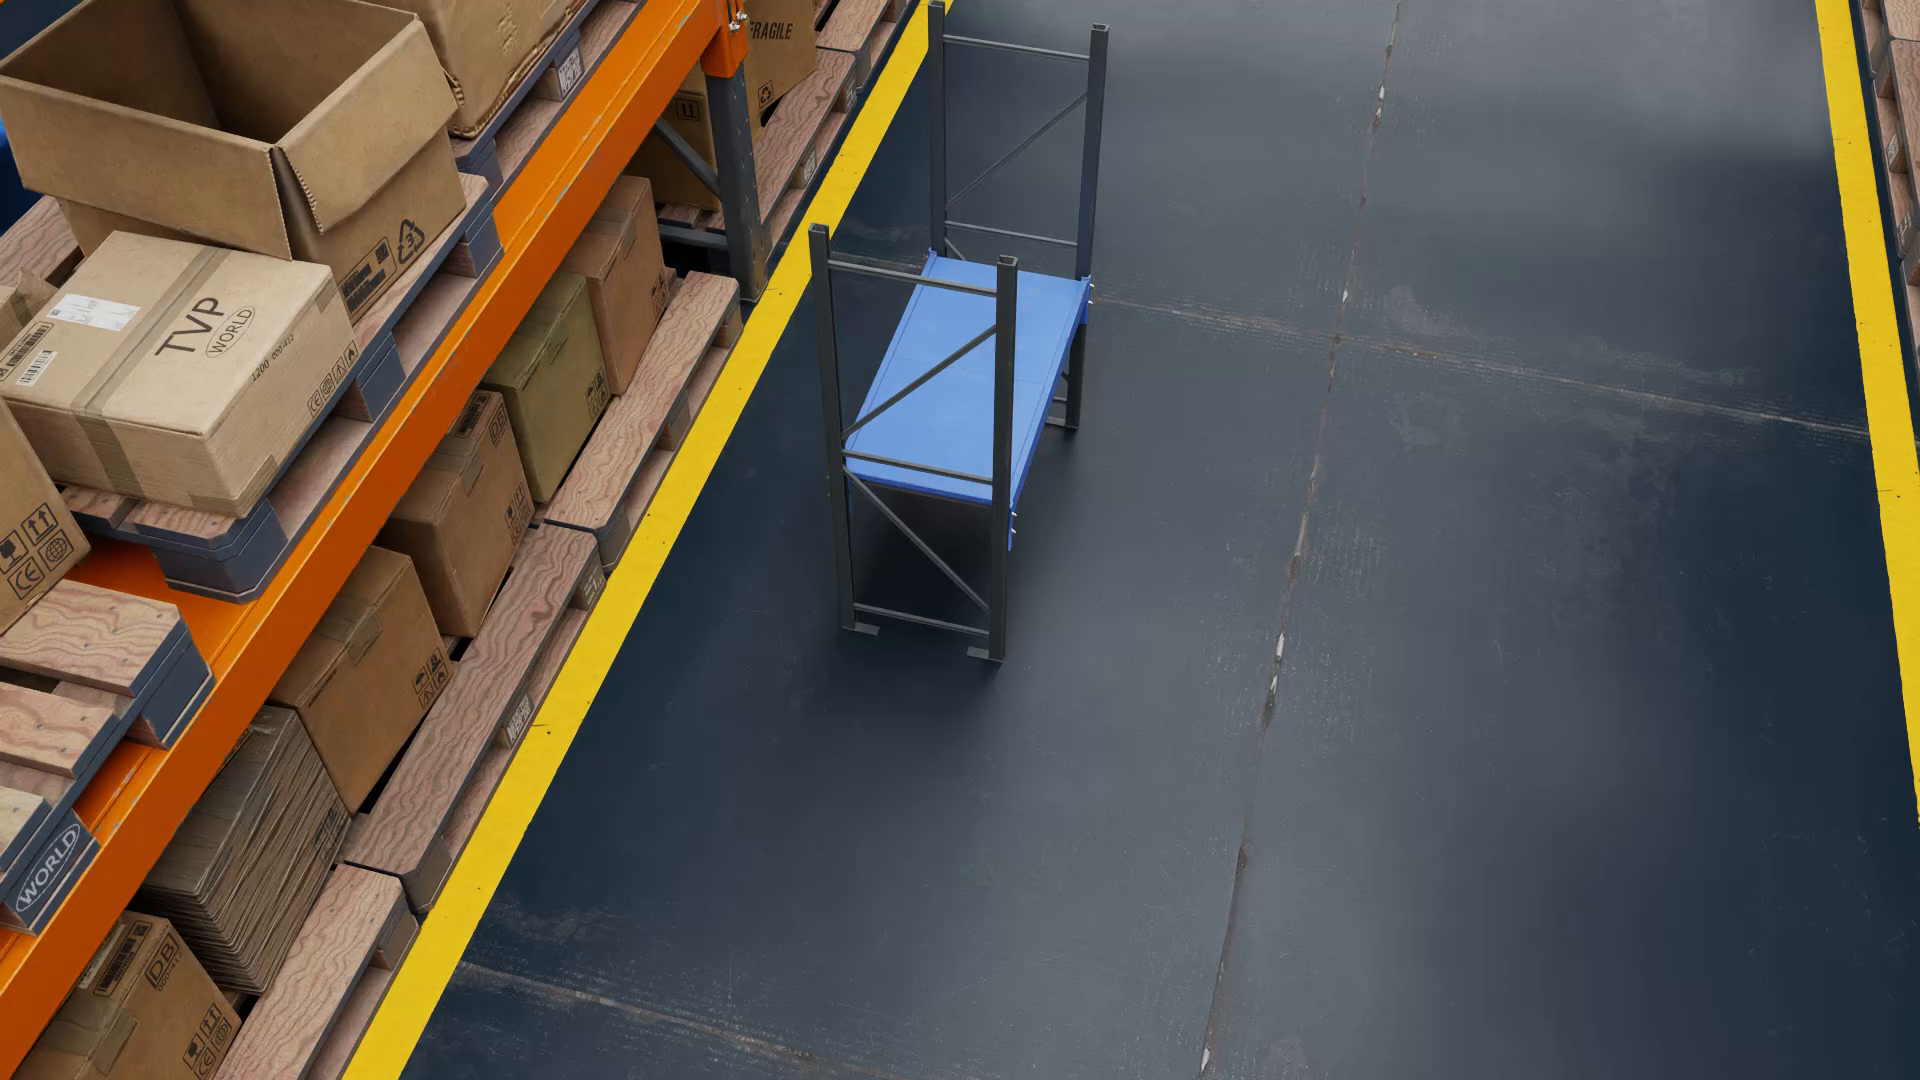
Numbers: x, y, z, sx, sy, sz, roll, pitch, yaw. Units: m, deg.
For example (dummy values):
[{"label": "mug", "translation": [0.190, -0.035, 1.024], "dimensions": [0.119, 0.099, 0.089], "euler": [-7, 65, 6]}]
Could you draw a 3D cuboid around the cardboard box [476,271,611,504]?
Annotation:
[{"label": "cardboard box", "translation": [-1.524, -0.519, 5.081], "dimensions": [0.700, 0.500, 0.500], "euler": [11, 50, 10]}]

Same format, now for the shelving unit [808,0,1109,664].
[{"label": "shelving unit", "translation": [0.022, -0.558, 4.742], "dimensions": [0.538, 1.500, 1.048], "euler": [12, 50, 10]}]

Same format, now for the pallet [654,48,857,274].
[{"label": "pallet", "translation": [-1.055, -1.551, 6.478], "dimensions": [1.003, 0.211, 1.213], "euler": [12, 50, 10]}]

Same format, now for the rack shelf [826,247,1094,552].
[{"label": "rack shelf", "translation": [0.022, -0.439, 4.877], "dimensions": [0.538, 0.185, 1.000], "euler": [12, 50, 10]}]

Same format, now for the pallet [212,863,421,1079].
[{"label": "pallet", "translation": [-2.044, 1.270, 3.989], "dimensions": [1.003, 0.211, 1.213], "euler": [12, 50, 10]}]

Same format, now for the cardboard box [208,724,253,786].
[{"label": "cardboard box", "translation": [-1.974, 0.469, 3.709], "dimensions": [0.500, 0.250, 0.500], "euler": [17, 51, 14]}]

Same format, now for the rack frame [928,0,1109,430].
[{"label": "rack frame", "translation": [0.156, -0.926, 5.067], "dimensions": [0.500, 1.500, 0.032], "euler": [12, 50, 10]}]

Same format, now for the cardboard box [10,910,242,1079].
[{"label": "cardboard box", "translation": [-2.094, 1.105, 3.648], "dimensions": [0.700, 0.500, 0.500], "euler": [9, 49, 8]}]

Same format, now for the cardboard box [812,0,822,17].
[{"label": "cardboard box", "translation": [-0.823, -2.455, 6.803], "dimensions": [0.500, 0.500, 0.500], "euler": [8, 49, 7]}]

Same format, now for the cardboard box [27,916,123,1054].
[{"label": "cardboard box", "translation": [-2.103, 0.855, 3.369], "dimensions": [0.500, 0.250, 0.500], "euler": [13, 50, 12]}]

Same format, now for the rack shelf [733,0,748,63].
[{"label": "rack shelf", "translation": [-0.672, -3.190, 6.545], "dimensions": [1.077, 0.370, 4.000], "euler": [12, 50, 10]}]

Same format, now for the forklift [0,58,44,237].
[{"label": "forklift", "translation": [-3.671, -0.764, 3.969], "dimensions": [1.130, 2.935, 3.031], "euler": [14, 50, 12]}]

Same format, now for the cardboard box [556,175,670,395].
[{"label": "cardboard box", "translation": [-1.380, -0.860, 5.382], "dimensions": [0.700, 0.500, 0.500], "euler": [8, 49, 7]}]

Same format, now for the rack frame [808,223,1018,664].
[{"label": "rack frame", "translation": [-0.111, -0.190, 4.418], "dimensions": [0.500, 1.500, 0.032], "euler": [12, 50, 10]}]

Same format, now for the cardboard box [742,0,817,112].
[{"label": "cardboard box", "translation": [-0.911, -1.990, 6.393], "dimensions": [0.500, 0.500, 0.500], "euler": [27, 54, 22]}]

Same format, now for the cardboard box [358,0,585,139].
[{"label": "cardboard box", "translation": [-1.542, -1.772, 4.133], "dimensions": [1.000, 1.000, 1.000], "euler": [12, 50, 10]}]

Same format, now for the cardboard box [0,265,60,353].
[{"label": "cardboard box", "translation": [-2.072, -0.442, 3.449], "dimensions": [0.396, 0.266, 0.258], "euler": [10, 49, 9]}]

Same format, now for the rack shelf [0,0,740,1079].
[{"label": "rack shelf", "translation": [-1.724, -0.297, 3.991], "dimensions": [1.077, 0.370, 4.000], "euler": [12, 50, 10]}]

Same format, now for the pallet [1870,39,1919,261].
[{"label": "pallet", "translation": [4.116, -1.444, 6.384], "dimensions": [1.003, 0.211, 1.213], "euler": [12, 50, 10]}]

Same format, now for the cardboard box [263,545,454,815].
[{"label": "cardboard box", "translation": [-1.818, 0.290, 4.367], "dimensions": [0.700, 0.500, 0.500], "euler": [15, 50, 13]}]

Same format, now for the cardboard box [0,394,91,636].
[{"label": "cardboard box", "translation": [-2.097, -0.082, 2.975], "dimensions": [0.700, 0.500, 0.500], "euler": [18, 51, 16]}]

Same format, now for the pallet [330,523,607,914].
[{"label": "pallet", "translation": [-1.721, 0.390, 4.765], "dimensions": [1.003, 0.211, 1.213], "euler": [12, 50, 10]}]

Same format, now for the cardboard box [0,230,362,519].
[{"label": "cardboard box", "translation": [-1.588, -0.344, 3.373], "dimensions": [0.500, 0.250, 0.500], "euler": [10, 49, 9]}]

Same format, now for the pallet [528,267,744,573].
[{"label": "pallet", "translation": [-1.402, -0.495, 5.546], "dimensions": [1.003, 0.211, 1.213], "euler": [12, 50, 10]}]

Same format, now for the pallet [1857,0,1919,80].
[{"label": "pallet", "translation": [4.439, -2.324, 7.160], "dimensions": [1.003, 0.211, 1.213], "euler": [12, 50, 10]}]

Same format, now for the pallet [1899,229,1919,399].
[{"label": "pallet", "translation": [3.797, -0.559, 5.602], "dimensions": [1.003, 0.211, 1.213], "euler": [12, 50, 10]}]

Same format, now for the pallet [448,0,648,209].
[{"label": "pallet", "translation": [-1.540, -1.394, 4.607], "dimensions": [1.003, 0.211, 1.213], "euler": [12, 50, 10]}]

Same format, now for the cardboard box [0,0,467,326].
[{"label": "cardboard box", "translation": [-1.565, -0.882, 3.679], "dimensions": [0.797, 0.503, 0.637], "euler": [16, 51, 14]}]

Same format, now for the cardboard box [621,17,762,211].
[{"label": "cardboard box", "translation": [-1.054, -1.575, 6.026], "dimensions": [0.500, 0.500, 0.500], "euler": [10, 49, 9]}]

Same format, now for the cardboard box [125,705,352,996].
[{"label": "cardboard box", "translation": [-1.960, 0.701, 4.004], "dimensions": [0.700, 0.500, 0.500], "euler": [8, 49, 7]}]

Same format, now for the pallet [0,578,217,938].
[{"label": "pallet", "translation": [-2.166, 0.439, 2.990], "dimensions": [1.213, 0.211, 1.003], "euler": [12, 50, 10]}]

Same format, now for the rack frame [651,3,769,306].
[{"label": "rack frame", "translation": [-1.198, -1.981, 4.998], "dimensions": [1.000, 3.000, 0.127], "euler": [12, 50, 10]}]

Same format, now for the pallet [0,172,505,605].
[{"label": "pallet", "translation": [-1.769, -0.465, 3.787], "dimensions": [1.003, 0.211, 1.213], "euler": [12, 50, 10]}]

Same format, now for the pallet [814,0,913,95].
[{"label": "pallet", "translation": [-0.736, -2.437, 7.260], "dimensions": [1.003, 0.211, 1.213], "euler": [12, 50, 10]}]

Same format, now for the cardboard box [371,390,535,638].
[{"label": "cardboard box", "translation": [-1.671, -0.114, 4.724], "dimensions": [0.700, 0.500, 0.500], "euler": [8, 49, 7]}]
